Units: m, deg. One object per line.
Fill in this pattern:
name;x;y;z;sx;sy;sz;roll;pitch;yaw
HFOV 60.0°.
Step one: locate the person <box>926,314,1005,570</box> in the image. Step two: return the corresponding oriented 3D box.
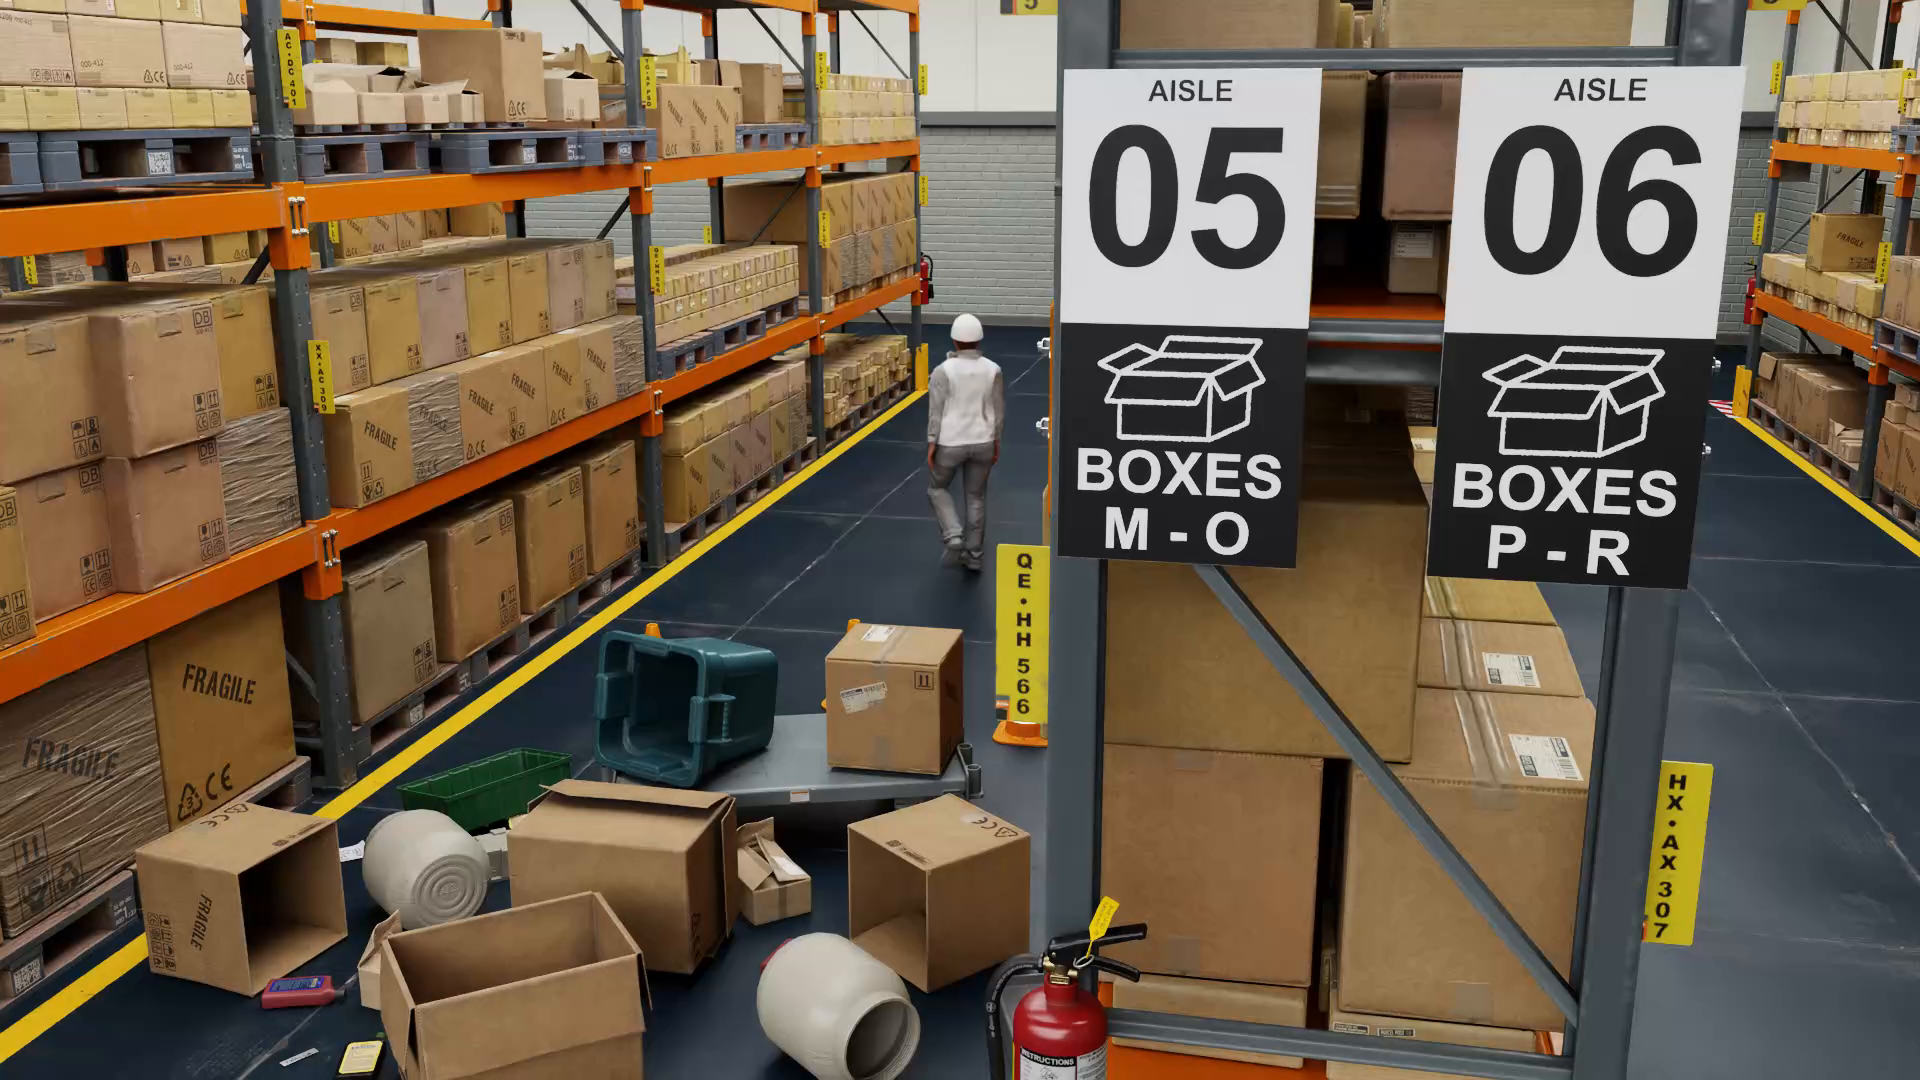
person;0.024;-0.678;11.483;0.563;1.779;0.448;-4;15;-15
